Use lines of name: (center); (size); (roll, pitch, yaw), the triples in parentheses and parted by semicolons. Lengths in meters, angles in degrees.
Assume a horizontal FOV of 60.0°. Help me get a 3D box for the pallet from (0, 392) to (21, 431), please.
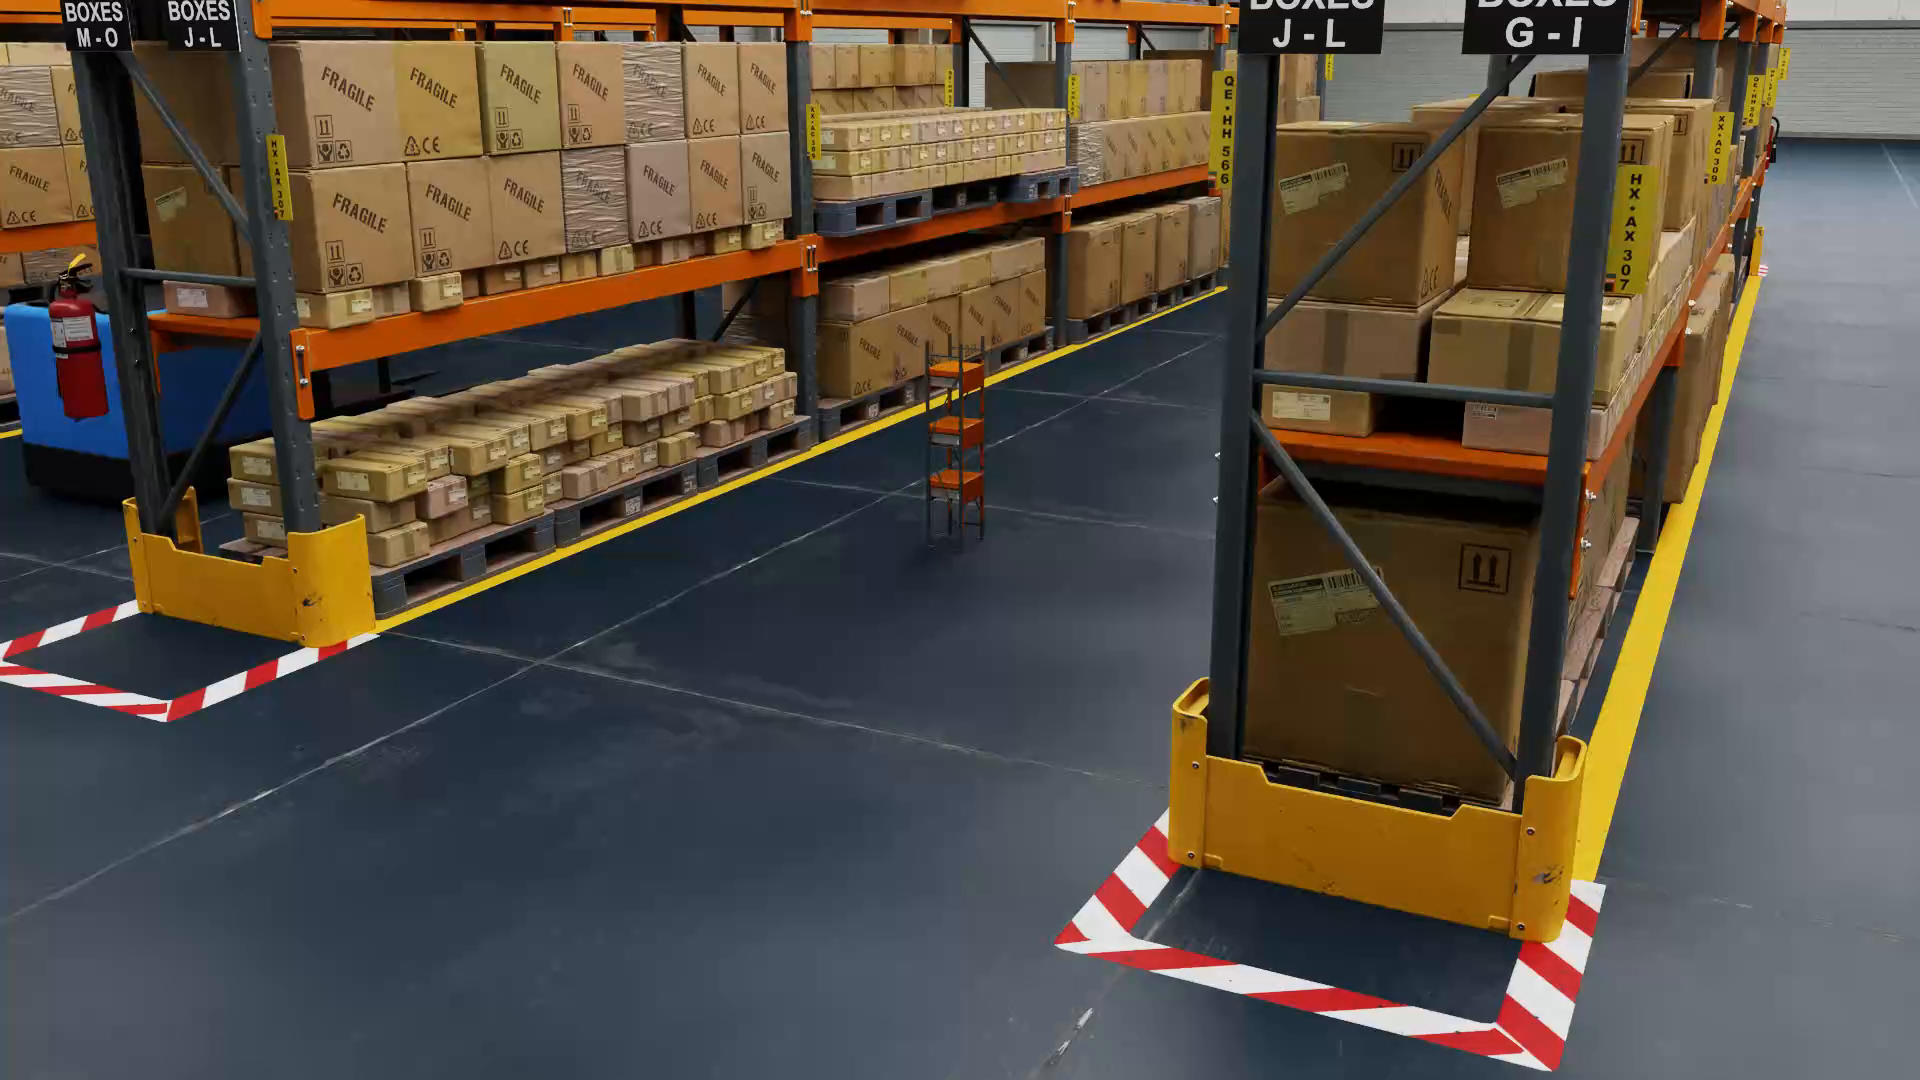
pallet: (-6.796, -0.865, 11.066); (1.003, 0.211, 1.213); (8, 18, 25)

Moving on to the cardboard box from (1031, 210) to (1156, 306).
cardboard box: (1.159, -2.602, 15.230); (1.050, 0.750, 0.750); (8, 19, 26)

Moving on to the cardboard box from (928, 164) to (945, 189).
cardboard box: (-0.321, -2.479, 11.307); (0.380, 0.149, 0.250); (7, 18, 23)

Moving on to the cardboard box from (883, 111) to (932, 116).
cardboard box: (-0.430, -3.118, 12.412); (0.380, 0.149, 0.250); (9, 19, 28)

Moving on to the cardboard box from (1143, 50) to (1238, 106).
cardboard box: (2.402, -4.810, 17.291); (0.875, 0.550, 0.550); (8, 18, 25)

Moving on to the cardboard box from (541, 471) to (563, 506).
cardboard box: (-2.246, -0.271, 8.439); (0.380, 0.149, 0.250); (8, 18, 26)

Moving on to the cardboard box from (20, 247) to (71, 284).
cardboard box: (-9.173, -2.820, 16.404); (0.500, 0.500, 0.500); (7, 18, 23)

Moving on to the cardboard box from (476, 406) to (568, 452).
cardboard box: (-2.206, -0.561, 8.370); (0.380, 0.149, 0.250); (9, 19, 28)

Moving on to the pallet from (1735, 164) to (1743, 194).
pallet: (5.659, -2.873, 13.265); (1.003, 0.211, 1.213); (8, 18, 25)

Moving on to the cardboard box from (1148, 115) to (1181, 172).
cardboard box: (1.761, -3.755, 15.721); (0.500, 0.500, 0.500); (8, 18, 26)

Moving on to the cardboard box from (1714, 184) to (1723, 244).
cardboard box: (4.355, -2.087, 10.108); (0.500, 0.500, 0.500); (7, 18, 24)

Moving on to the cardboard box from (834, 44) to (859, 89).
cardboard box: (-1.629, -5.617, 19.712); (0.700, 0.500, 0.500); (8, 18, 26)

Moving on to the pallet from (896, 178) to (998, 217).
pallet: (-0.429, -2.511, 12.046); (1.003, 0.211, 1.213); (8, 18, 25)

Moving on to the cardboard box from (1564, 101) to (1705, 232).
cardboard box: (2.830, -1.588, 7.028); (0.500, 0.500, 0.500); (8, 18, 26)

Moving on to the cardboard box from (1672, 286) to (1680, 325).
cardboard box: (2.836, -1.000, 7.065); (0.380, 0.149, 0.250); (8, 19, 26)

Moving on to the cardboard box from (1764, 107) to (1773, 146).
cardboard box: (7.999, -4.404, 17.387); (0.875, 0.500, 0.500); (8, 18, 25)

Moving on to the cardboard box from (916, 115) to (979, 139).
cardboard box: (-0.087, -2.900, 11.678); (0.380, 0.149, 0.250); (9, 19, 27)

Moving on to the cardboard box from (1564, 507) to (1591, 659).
cardboard box: (1.857, -0.005, 6.268); (0.875, 0.875, 0.875); (8, 18, 25)

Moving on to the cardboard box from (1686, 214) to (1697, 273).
cardboard box: (3.061, -1.361, 7.580); (0.500, 0.250, 0.500); (8, 18, 24)

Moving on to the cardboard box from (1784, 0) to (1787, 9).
cardboard box: (8.398, -5.704, 17.456); (0.500, 0.250, 0.500); (9, 19, 27)

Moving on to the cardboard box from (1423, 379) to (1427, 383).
cardboard box: (1.442, -0.624, 5.797); (0.380, 0.149, 0.250); (8, 19, 26)

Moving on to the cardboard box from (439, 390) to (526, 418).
cardboard box: (-2.521, -0.687, 8.792); (0.380, 0.149, 0.250); (7, 18, 24)

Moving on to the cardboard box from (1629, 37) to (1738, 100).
cardboard box: (6.118, -3.779, 14.187); (1.000, 1.000, 1.000); (8, 18, 26)

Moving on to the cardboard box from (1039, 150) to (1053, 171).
cardboard box: (0.497, -2.946, 12.878); (0.380, 0.149, 0.250); (8, 18, 25)

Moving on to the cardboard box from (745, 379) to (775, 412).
cardboard box: (-1.335, -0.879, 9.964); (0.380, 0.149, 0.250); (7, 18, 23)

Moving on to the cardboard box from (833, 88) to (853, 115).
cardboard box: (-1.618, -5.133, 19.840); (0.500, 0.500, 0.500); (8, 18, 25)

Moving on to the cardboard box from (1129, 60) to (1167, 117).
cardboard box: (1.535, -4.271, 15.704); (0.700, 0.500, 0.500); (8, 18, 26)

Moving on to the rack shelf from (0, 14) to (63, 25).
rack shelf: (-9.391, -4.930, 15.851); (1.077, 0.370, 4.000); (8, 18, 25)

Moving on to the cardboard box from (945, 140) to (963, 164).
cardboard box: (-0.199, -2.693, 11.506); (0.380, 0.149, 0.250); (8, 18, 24)

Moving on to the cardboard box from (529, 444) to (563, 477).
cardboard box: (-2.244, -0.420, 8.417); (0.380, 0.149, 0.250); (7, 18, 23)

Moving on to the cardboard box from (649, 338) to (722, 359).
cardboard box: (-1.708, -1.152, 10.358); (0.380, 0.149, 0.250); (9, 19, 28)

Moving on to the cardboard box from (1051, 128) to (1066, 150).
cardboard box: (0.606, -3.152, 13.049); (0.380, 0.149, 0.250); (9, 19, 27)

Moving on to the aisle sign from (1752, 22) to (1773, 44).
aisle sign: (8.682, -5.717, 17.938); (0.394, 0.787, 0.004); (8, 18, 25)

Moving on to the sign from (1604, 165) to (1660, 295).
sign: (1.730, -0.798, 4.285); (0.100, 0.325, 0.005); (8, 18, 25)

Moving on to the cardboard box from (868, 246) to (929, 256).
cardboard box: (-0.565, -2.076, 12.582); (0.500, 0.250, 0.500); (8, 18, 26)

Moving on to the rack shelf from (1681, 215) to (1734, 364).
rack shelf: (3.917, -1.601, 9.910); (1.077, 0.370, 4.000); (8, 18, 25)

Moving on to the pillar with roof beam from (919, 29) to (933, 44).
pillar with roof beam: (3.174, -11.707, 32.133); (9.100, 9.000, 0.400); (8, 18, 25)

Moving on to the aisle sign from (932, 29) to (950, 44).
aisle sign: (-0.193, -6.979, 22.187); (0.394, 0.787, 0.004); (8, 18, 25)

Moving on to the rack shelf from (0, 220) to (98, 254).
rack shelf: (-6.736, -1.843, 10.725); (1.077, 0.370, 4.000); (8, 18, 25)

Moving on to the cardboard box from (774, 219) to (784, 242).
cardboard box: (-1.287, -1.870, 9.994); (0.380, 0.149, 0.250); (8, 18, 25)

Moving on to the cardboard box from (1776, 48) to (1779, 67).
cardboard box: (8.361, -4.991, 17.607); (0.500, 0.500, 0.500); (8, 18, 25)

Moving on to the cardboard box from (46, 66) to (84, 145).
cardboard box: (-6.040, -2.941, 11.226); (0.500, 0.500, 0.500); (8, 18, 25)

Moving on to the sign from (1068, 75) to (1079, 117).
sign: (0.909, -3.563, 13.356); (0.100, 0.325, 0.005); (8, 18, 25)

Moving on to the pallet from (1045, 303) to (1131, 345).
pallet: (0.839, -1.967, 14.775); (1.003, 0.211, 1.213); (8, 18, 25)

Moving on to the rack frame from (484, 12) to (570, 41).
rack frame: (-4.055, -3.716, 15.768); (1.000, 3.000, 0.127); (8, 18, 25)

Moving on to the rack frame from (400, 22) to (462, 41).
rack frame: (-6.710, -5.366, 21.321); (1.000, 3.000, 0.127); (8, 18, 25)

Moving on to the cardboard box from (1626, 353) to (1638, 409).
cardboard box: (2.033, -0.543, 5.526); (0.380, 0.149, 0.250); (8, 18, 25)

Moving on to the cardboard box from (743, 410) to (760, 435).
cardboard box: (-1.430, -0.729, 9.981); (0.380, 0.149, 0.250); (9, 19, 27)

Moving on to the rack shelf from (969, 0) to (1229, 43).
rack shelf: (1.313, -4.715, 15.125); (1.077, 0.370, 4.000); (8, 18, 25)

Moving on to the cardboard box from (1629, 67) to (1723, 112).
cardboard box: (4.470, -2.800, 10.746); (0.797, 0.503, 0.637); (9, 19, 27)

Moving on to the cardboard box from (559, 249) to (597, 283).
cardboard box: (-2.066, -1.399, 8.406); (0.380, 0.149, 0.250); (9, 19, 27)

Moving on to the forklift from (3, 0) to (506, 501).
forklift: (-4.130, -1.972, 10.015); (1.130, 2.935, 3.031); (8, 19, 26)

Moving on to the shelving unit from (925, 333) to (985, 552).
shelving unit: (-0.024, -0.490, 8.329); (0.215, 1.050, 0.252); (8, 18, 25)

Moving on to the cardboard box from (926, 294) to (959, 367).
cardboard box: (-0.344, -1.521, 12.029); (0.500, 0.500, 0.500); (8, 19, 26)

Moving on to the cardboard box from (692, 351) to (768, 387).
cardboard box: (-1.373, -1.019, 9.912); (0.380, 0.149, 0.250); (8, 18, 26)

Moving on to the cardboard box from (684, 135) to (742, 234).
cardboard box: (-1.565, -1.993, 9.267); (0.500, 0.500, 0.500); (8, 18, 24)

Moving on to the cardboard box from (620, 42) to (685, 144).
cardboard box: (-1.804, -2.348, 8.707); (0.500, 0.500, 0.500); (9, 19, 27)

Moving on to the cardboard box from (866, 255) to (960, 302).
cardboard box: (-0.334, -1.876, 11.907); (0.500, 0.250, 0.500); (9, 19, 27)
